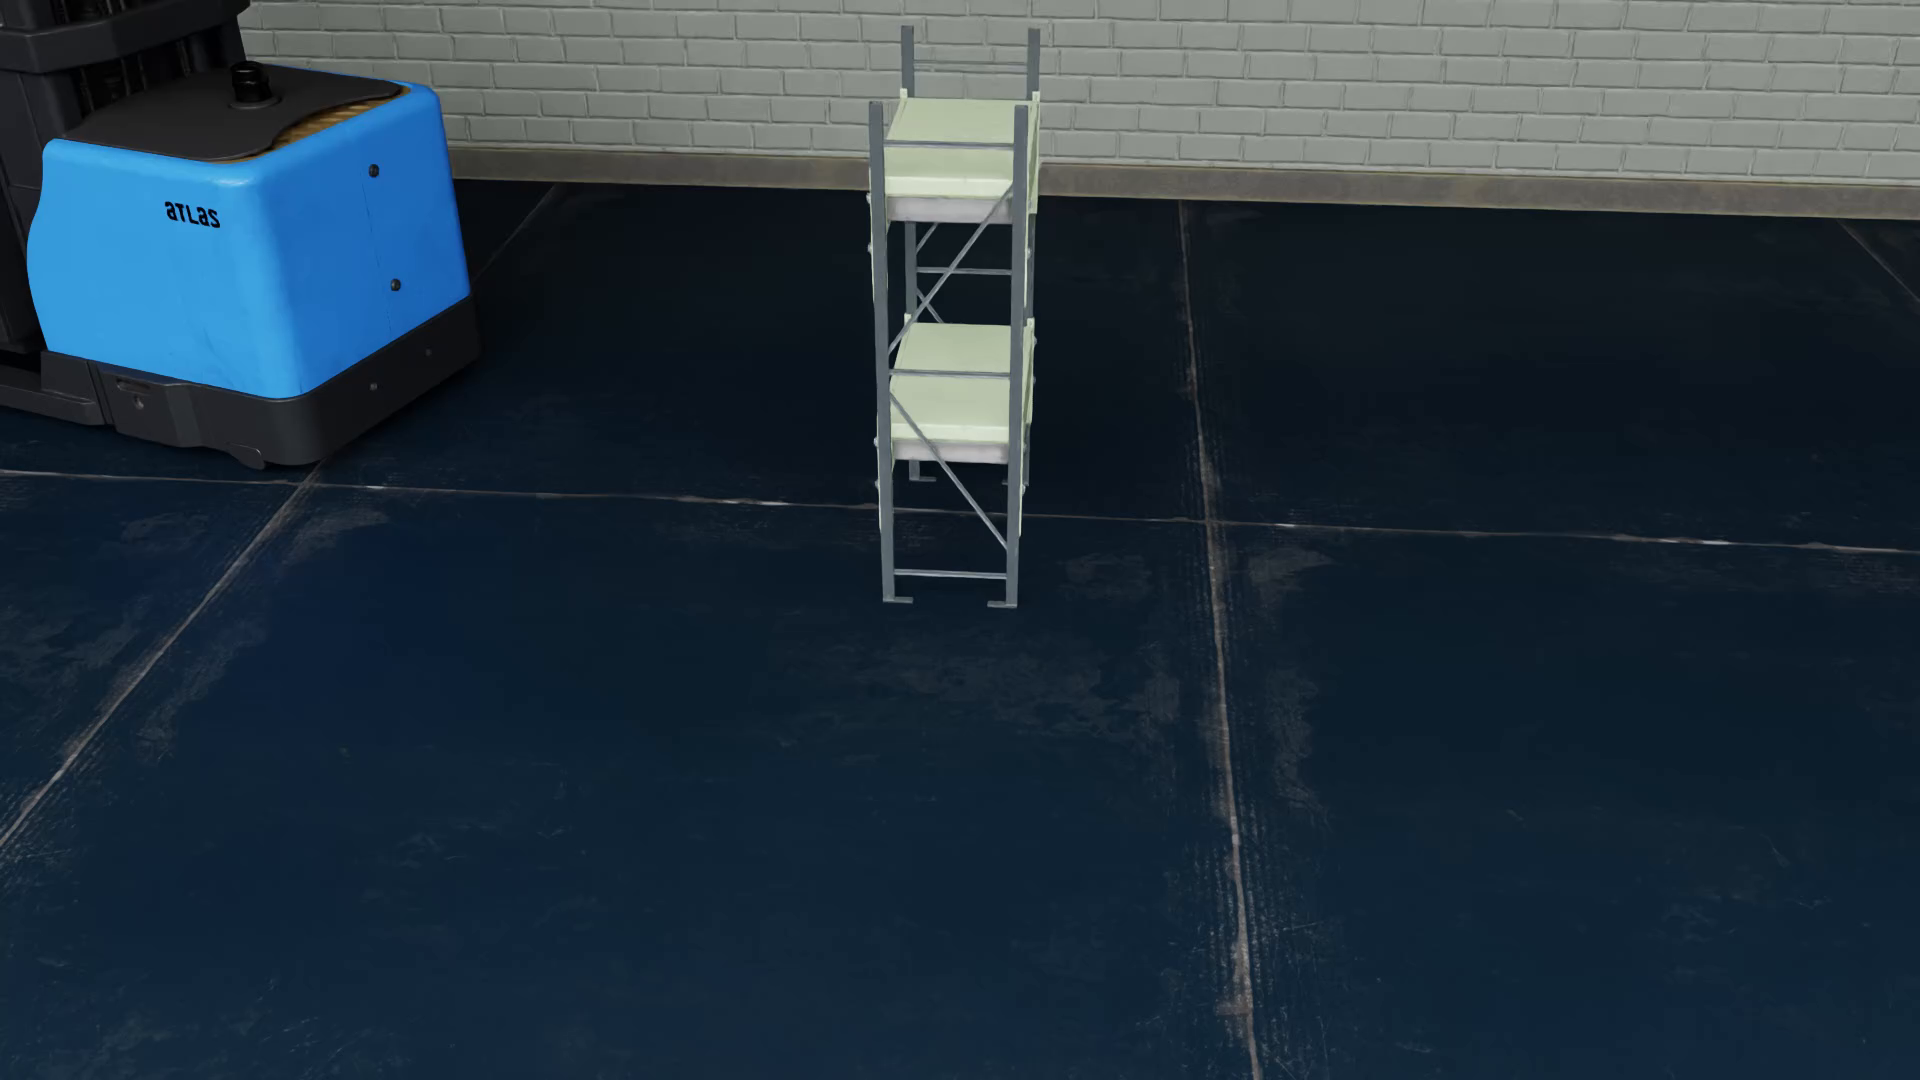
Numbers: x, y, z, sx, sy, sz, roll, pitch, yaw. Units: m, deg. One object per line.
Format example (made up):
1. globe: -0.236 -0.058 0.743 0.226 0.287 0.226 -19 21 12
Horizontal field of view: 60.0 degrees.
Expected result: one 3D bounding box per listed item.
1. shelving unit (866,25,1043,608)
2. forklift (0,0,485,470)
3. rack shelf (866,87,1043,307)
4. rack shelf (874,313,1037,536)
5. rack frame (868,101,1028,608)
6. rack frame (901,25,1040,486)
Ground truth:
1. shelving unit: 0.001 -0.642 4.862 0.431 1.500 0.755 2 32 4
2. forklift: -3.357 -1.972 5.657 3.031 2.935 1.130 12 34 19
3. rack shelf: 0.001 -0.974 4.657 0.431 0.370 0.720 2 32 4
4. rack shelf: 0.001 -0.364 5.033 0.431 0.370 0.720 2 32 4
5. rack frame: -0.029 -0.451 4.552 0.400 1.500 0.023 2 32 4
6. rack frame: 0.030 -0.833 5.173 0.400 1.500 0.023 2 32 4
